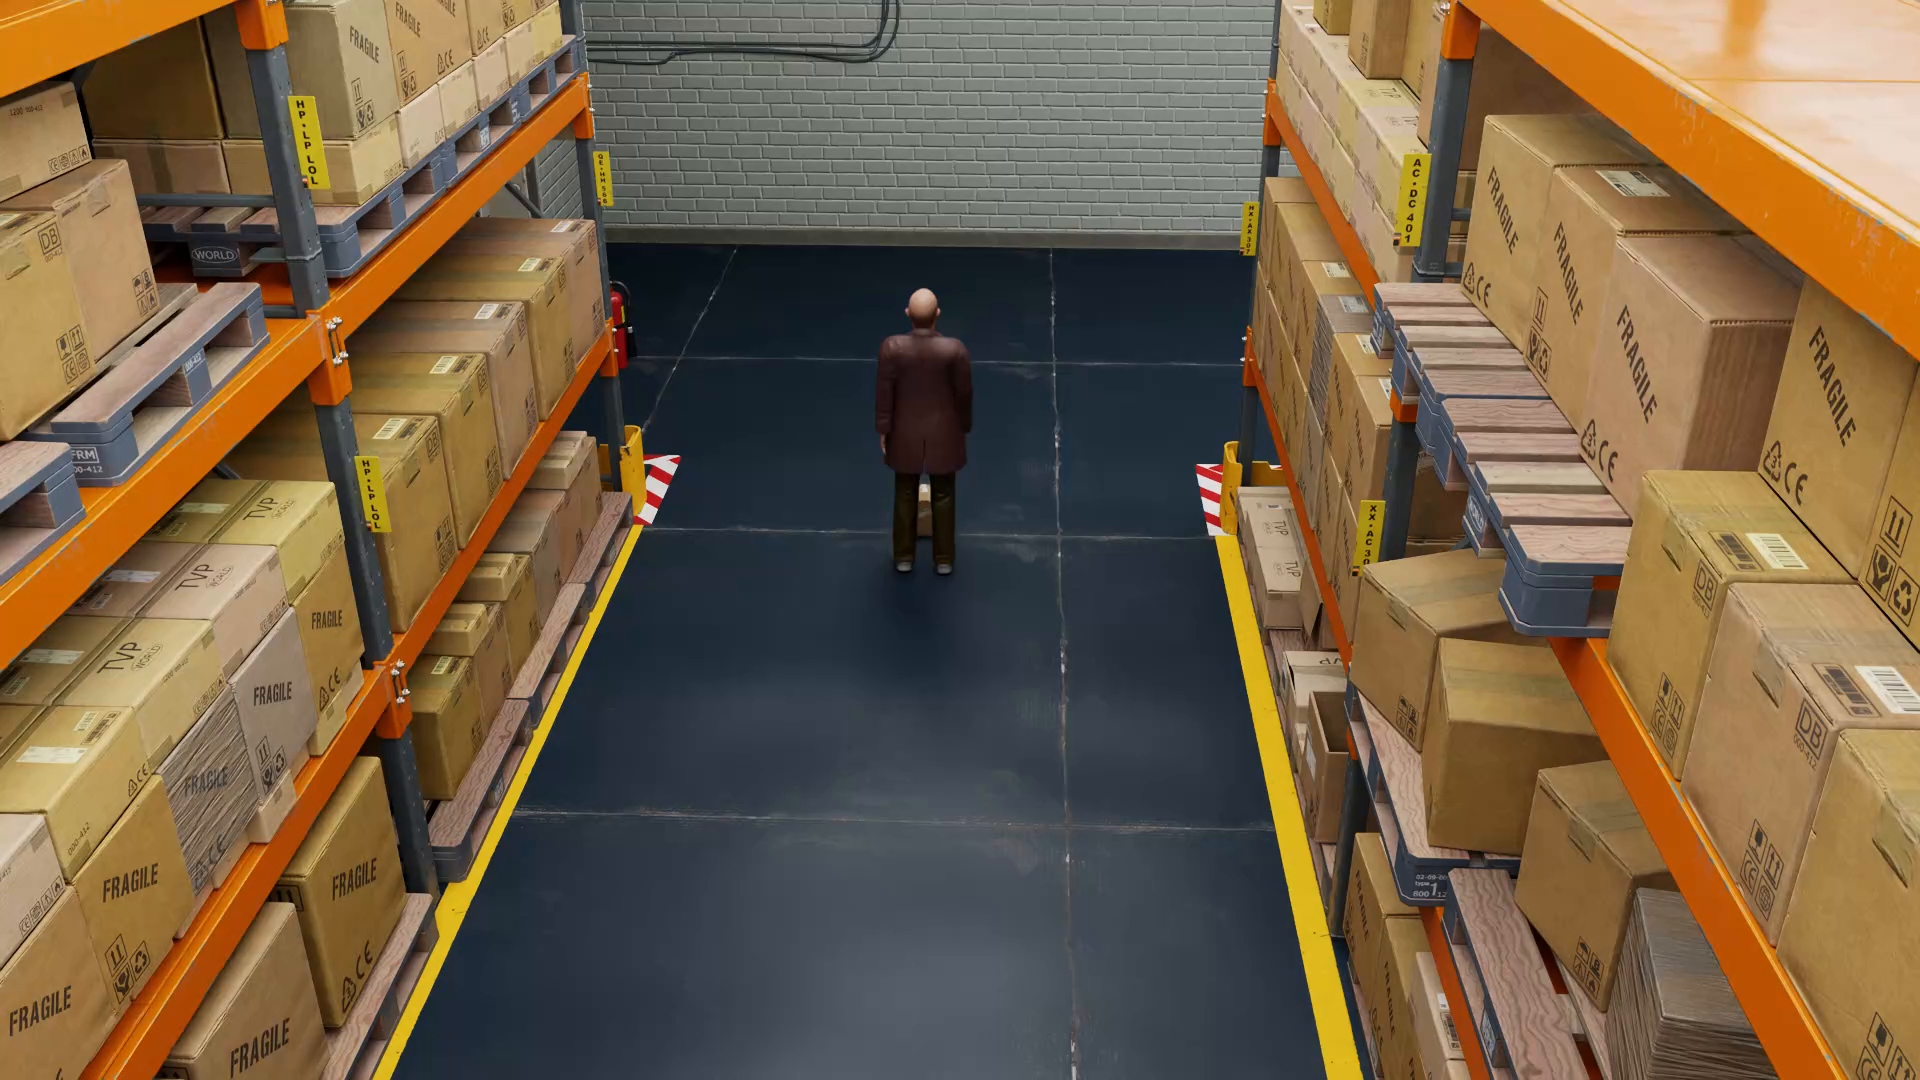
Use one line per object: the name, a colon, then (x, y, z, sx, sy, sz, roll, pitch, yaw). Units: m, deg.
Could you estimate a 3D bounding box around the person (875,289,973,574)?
person: (-0.211, -0.653, 9.873, 0.583, 1.791, 0.405, 1, 28, 3)
